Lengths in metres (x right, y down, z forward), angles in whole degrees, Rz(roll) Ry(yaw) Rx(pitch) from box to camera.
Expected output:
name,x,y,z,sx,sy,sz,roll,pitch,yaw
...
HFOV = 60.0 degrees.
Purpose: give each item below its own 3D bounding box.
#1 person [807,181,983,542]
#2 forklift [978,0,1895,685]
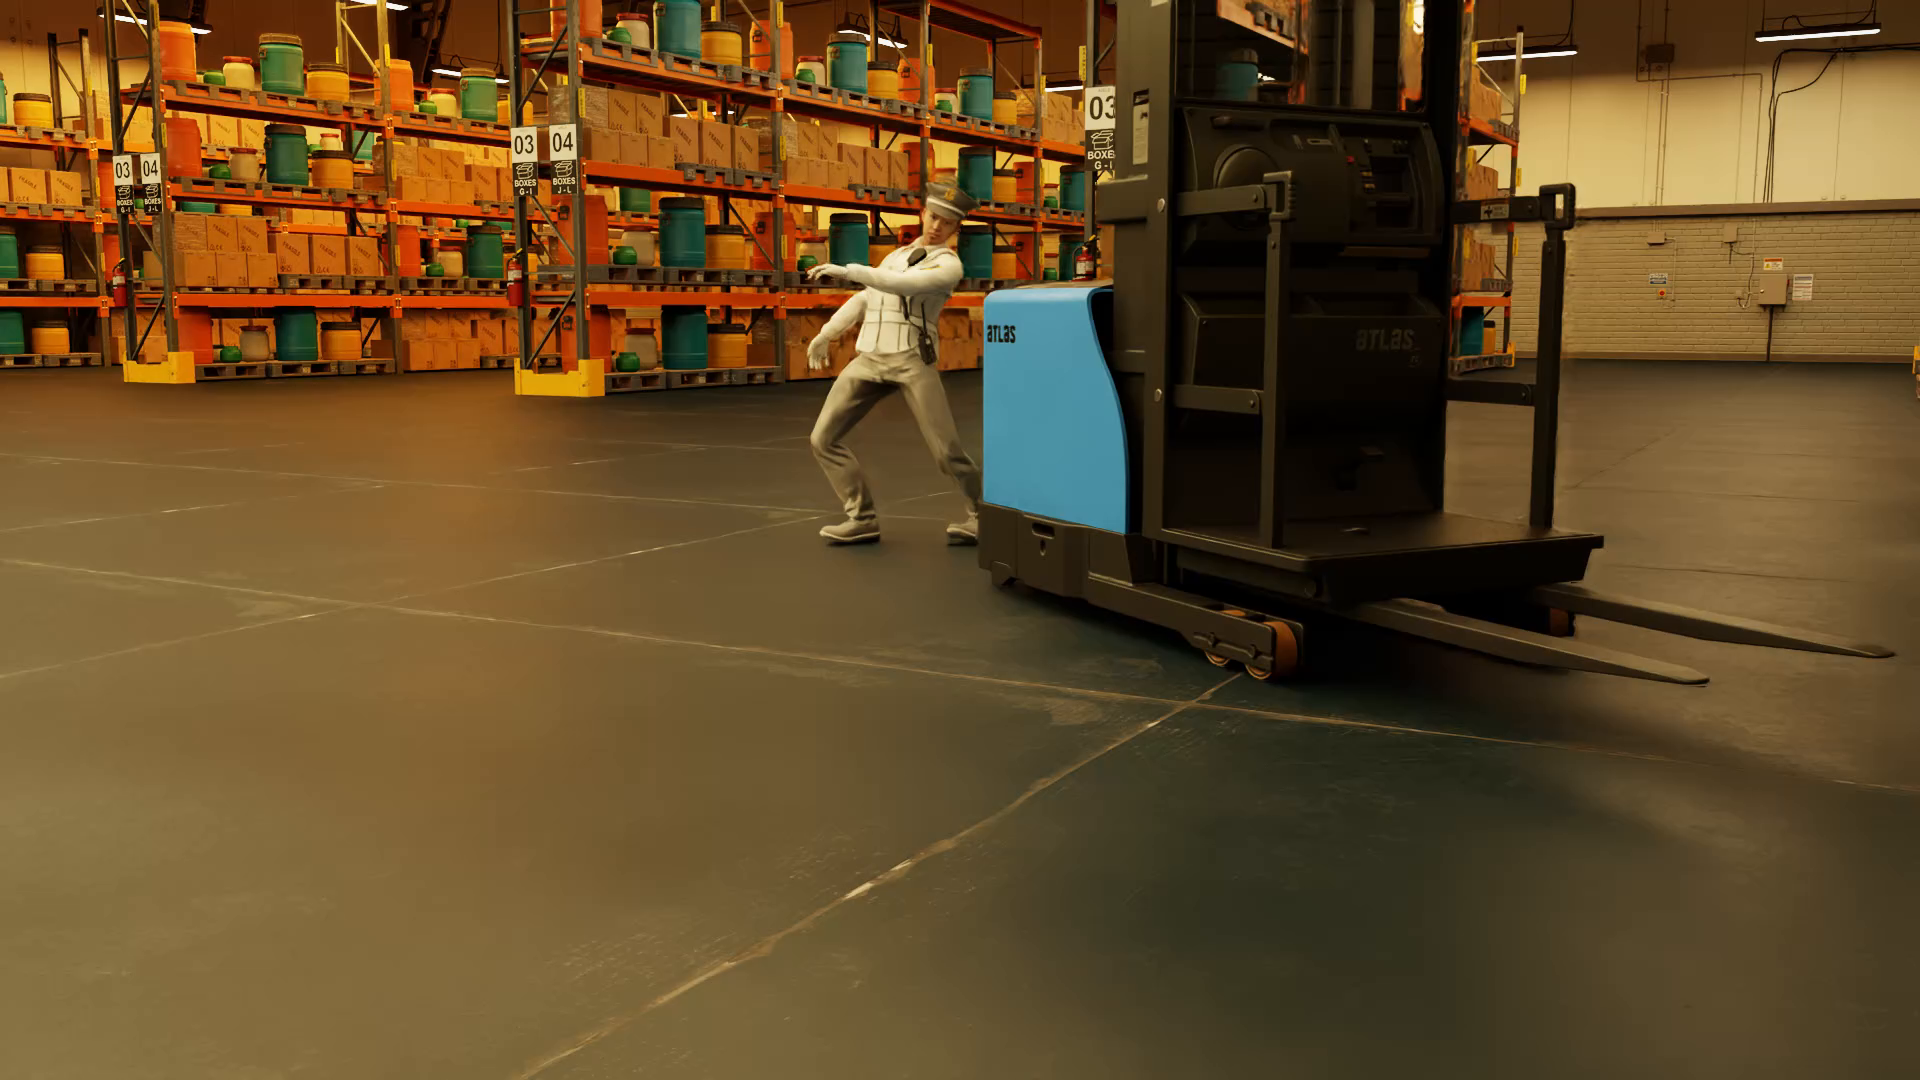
name,x,y,z,sx,sy,sz,roll,pitch,yaw
person,-0.346,-0.751,7.087,0.774,1.526,0.829,6,10,37
forklift,1.172,-1.137,4.830,1.130,2.935,3.031,-4,9,-26
